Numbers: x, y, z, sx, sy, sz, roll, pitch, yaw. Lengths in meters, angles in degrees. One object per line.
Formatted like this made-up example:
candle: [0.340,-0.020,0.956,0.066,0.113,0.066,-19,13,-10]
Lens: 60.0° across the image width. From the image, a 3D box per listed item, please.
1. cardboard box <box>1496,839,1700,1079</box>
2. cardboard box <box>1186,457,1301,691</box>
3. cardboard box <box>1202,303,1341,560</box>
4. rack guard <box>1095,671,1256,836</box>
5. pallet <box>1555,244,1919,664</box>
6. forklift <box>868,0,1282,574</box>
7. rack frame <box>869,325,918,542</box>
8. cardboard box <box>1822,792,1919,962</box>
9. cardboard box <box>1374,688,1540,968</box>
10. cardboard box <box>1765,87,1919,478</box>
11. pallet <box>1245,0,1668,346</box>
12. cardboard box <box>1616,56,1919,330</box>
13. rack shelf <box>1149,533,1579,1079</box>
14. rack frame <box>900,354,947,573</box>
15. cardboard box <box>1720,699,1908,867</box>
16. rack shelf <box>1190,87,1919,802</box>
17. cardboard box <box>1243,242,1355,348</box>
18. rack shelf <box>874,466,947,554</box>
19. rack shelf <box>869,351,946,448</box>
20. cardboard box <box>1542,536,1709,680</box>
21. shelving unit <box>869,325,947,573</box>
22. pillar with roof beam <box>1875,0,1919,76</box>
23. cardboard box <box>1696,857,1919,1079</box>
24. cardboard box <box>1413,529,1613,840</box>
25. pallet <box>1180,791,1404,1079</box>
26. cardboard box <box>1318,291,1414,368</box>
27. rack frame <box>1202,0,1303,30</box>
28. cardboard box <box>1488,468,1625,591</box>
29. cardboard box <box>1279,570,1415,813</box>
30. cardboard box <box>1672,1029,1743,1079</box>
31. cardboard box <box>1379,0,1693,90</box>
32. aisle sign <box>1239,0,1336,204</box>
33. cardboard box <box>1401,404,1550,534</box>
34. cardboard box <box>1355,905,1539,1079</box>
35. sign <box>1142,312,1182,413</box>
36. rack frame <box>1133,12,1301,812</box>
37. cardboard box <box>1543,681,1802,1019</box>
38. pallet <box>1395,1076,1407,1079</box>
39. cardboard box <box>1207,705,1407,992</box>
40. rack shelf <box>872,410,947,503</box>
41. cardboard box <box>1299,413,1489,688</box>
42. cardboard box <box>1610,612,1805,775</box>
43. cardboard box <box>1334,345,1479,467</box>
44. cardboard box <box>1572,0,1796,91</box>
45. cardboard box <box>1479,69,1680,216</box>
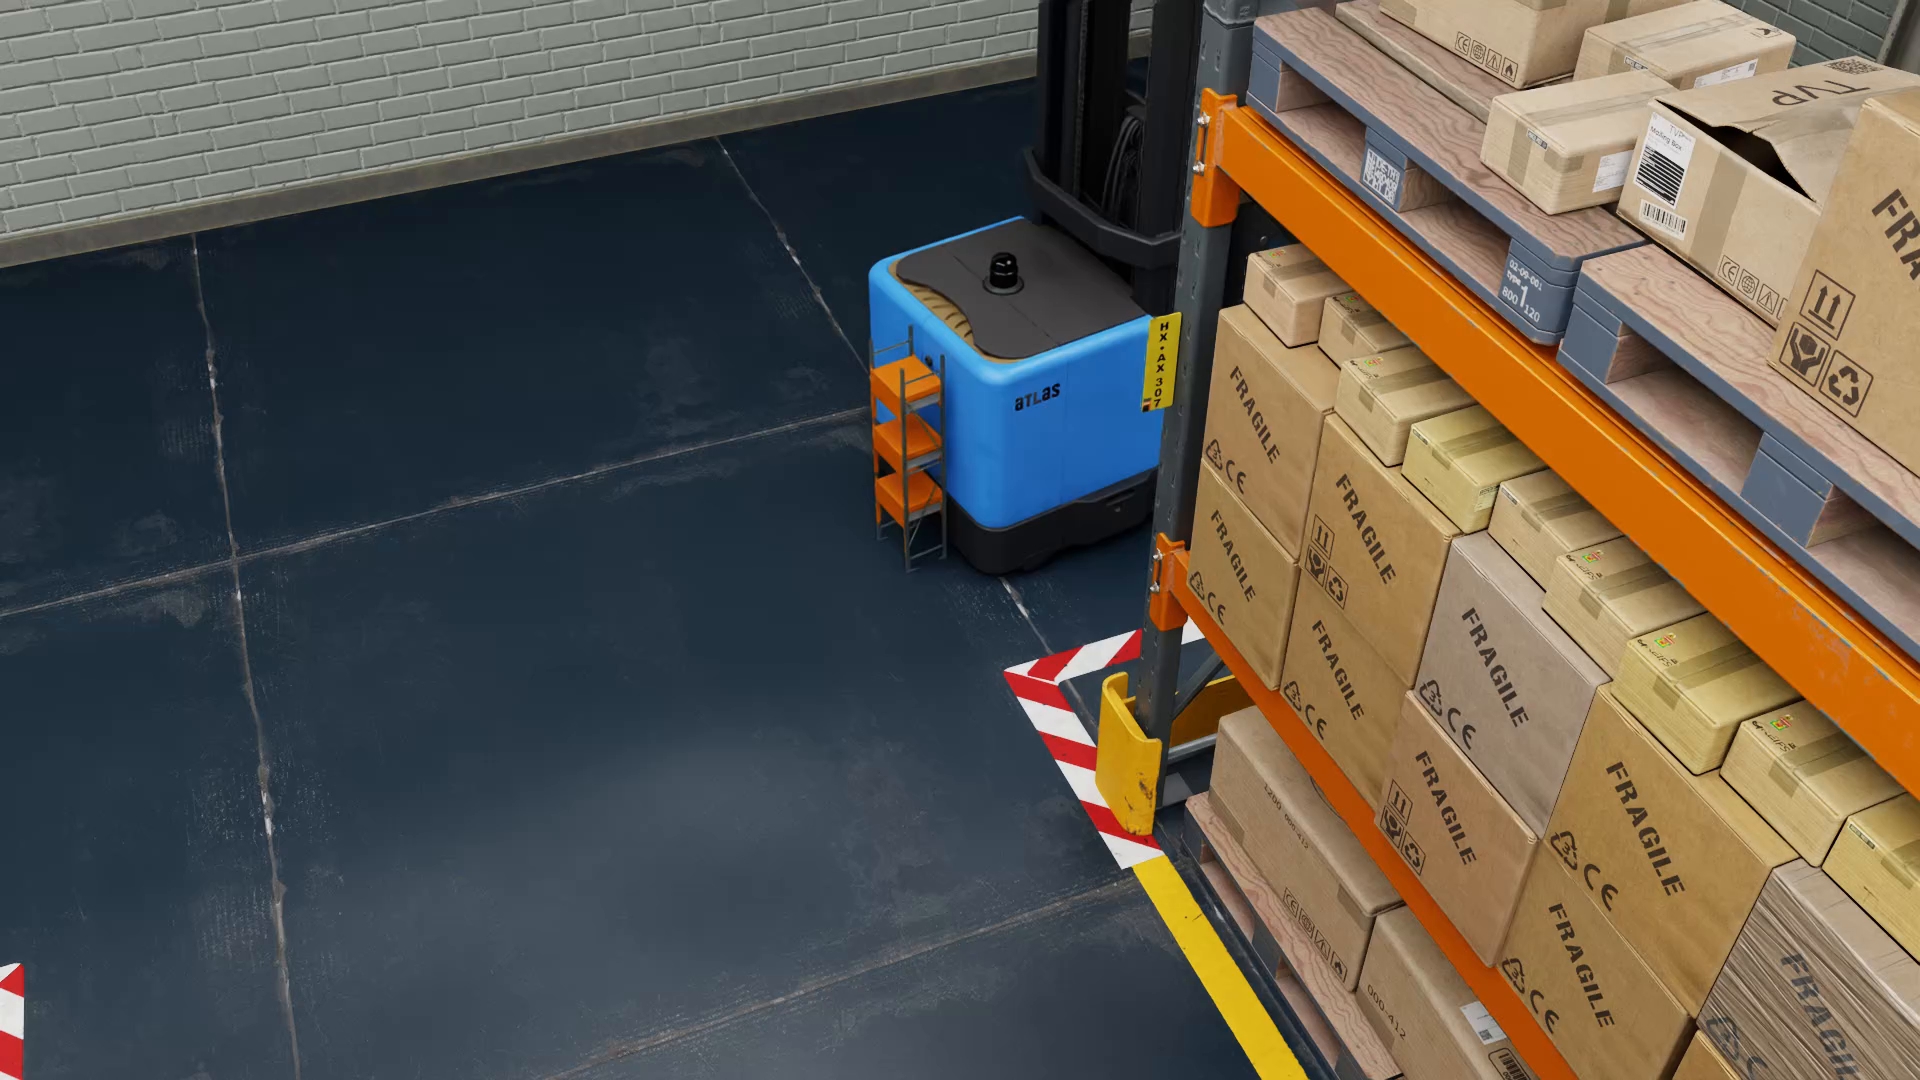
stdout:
cardboard box: [1.621,0.940,3.779,0.500,0.500,0.500,-14,43,-15]
cardboard box: [1.017,0.034,4.833,0.500,0.500,0.500,-15,43,-17]
cardboard box: [1.019,-0.346,4.508,0.500,0.500,0.500,-16,43,-18]
rack guard: [1.089,0.645,6.117,1.175,0.500,0.348,-15,43,-17]
pallet: [1.862,-0.212,2.964,1.003,0.211,1.213,-15,43,-17]
forklift: [1.125,-1.698,6.976,3.031,2.935,1.130,-22,45,-24]
rack frame: [-0.273,-0.427,6.941,0.200,1.050,0.008,-22,45,-23]
cardboard box: [1.786,0.566,2.950,0.380,0.149,0.250,-16,43,-18]
cardboard box: [1.414,0.643,4.125,0.500,0.500,0.500,-15,43,-17]
cardboard box: [1.731,-0.409,2.649,0.500,0.500,0.500,-14,43,-16]
pallet: [1.392,-0.948,3.819,1.003,0.211,1.213,-15,43,-17]
cardboard box: [1.625,-0.675,3.104,0.500,0.311,0.500,-14,43,-16]
rack shelf: [1.864,1.189,4.119,1.077,0.370,4.000,-15,43,-17]
rack frame: [-0.144,-0.292,6.784,0.200,1.050,0.008,-22,45,-23]
cardboard box: [1.678,0.422,3.118,0.380,0.149,0.250,-15,43,-17]
rack shelf: [1.864,0.051,3.141,1.077,0.370,4.000,-15,43,-17]
cardboard box: [0.978,-0.669,4.386,0.380,0.149,0.250,-14,43,-16]
rack shelf: [-0.208,-0.141,7.051,0.215,0.259,0.240,-22,45,-23]
rack shelf: [-0.209,-0.566,6.684,0.215,0.259,0.240,-22,45,-23]
cardboard box: [1.461,0.116,3.473,0.380,0.149,0.250,-15,43,-16]
shelving unit: [-0.209,-0.359,6.862,0.215,1.050,0.252,-22,45,-23]
pillar with roof beam: [1.507,-4.579,5.673,9.100,9.000,0.400,-15,43,-17]
cardboard box: [1.803,0.876,3.087,0.500,0.500,0.500,-15,43,-16]
cardboard box: [1.427,0.272,3.790,0.500,0.500,0.500,-15,43,-17]
pallet: [1.477,1.231,5.657,1.003,0.211,1.213,-15,43,-17]
cardboard box: [1.144,-0.529,4.223,0.380,0.149,0.250,-14,43,-16]
rack frame: [1.098,-2.563,3.329,1.000,3.000,0.127,-15,43,-17]
cardboard box: [1.405,-0.044,3.660,0.380,0.149,0.250,-15,43,-16]
cardboard box: [1.236,0.332,4.487,0.500,0.500,0.500,-16,43,-17]
cardboard box: [1.807,1.259,3.408,0.500,0.500,0.500,-16,43,-17]
cardboard box: [1.354,-1.318,3.897,0.500,0.250,0.500,-19,44,-21]
aisle sign: [0.803,-1.245,4.404,0.394,0.787,0.004,-15,43,-17]
cardboard box: [1.255,-0.190,3.829,0.380,0.149,0.250,-16,43,-18]
cardboard box: [1.801,1.445,4.912,0.875,0.438,0.875,-14,43,-16]
sign: [0.583,-0.512,4.820,0.100,0.325,0.005,-15,43,-17]
rack frame: [1.098,-0.289,5.285,1.000,3.000,0.127,-15,43,-17]
cardboard box: [1.619,0.572,3.440,0.500,0.500,0.500,-15,43,-17]
pallet: [1.939,1.964,4.804,1.003,0.211,1.213,-15,43,-17]
cardboard box: [1.443,0.896,5.550,0.875,0.438,0.875,-17,43,-18]
rack shelf: [-0.209,-0.351,6.869,0.215,0.259,0.240,-22,45,-23]
cardboard box: [1.223,-0.036,4.148,0.500,0.500,0.500,-16,43,-18]
cardboard box: [1.533,0.276,3.288,0.380,0.149,0.250,-16,43,-18]
cardboard box: [1.138,-0.344,4.008,0.380,0.149,0.250,-14,43,-16]
cardboard box: [1.588,-1.047,3.660,0.380,0.149,0.250,-18,44,-20]
cardboard box: [1.302,-0.815,3.391,0.380,0.149,0.250,-14,43,-15]
